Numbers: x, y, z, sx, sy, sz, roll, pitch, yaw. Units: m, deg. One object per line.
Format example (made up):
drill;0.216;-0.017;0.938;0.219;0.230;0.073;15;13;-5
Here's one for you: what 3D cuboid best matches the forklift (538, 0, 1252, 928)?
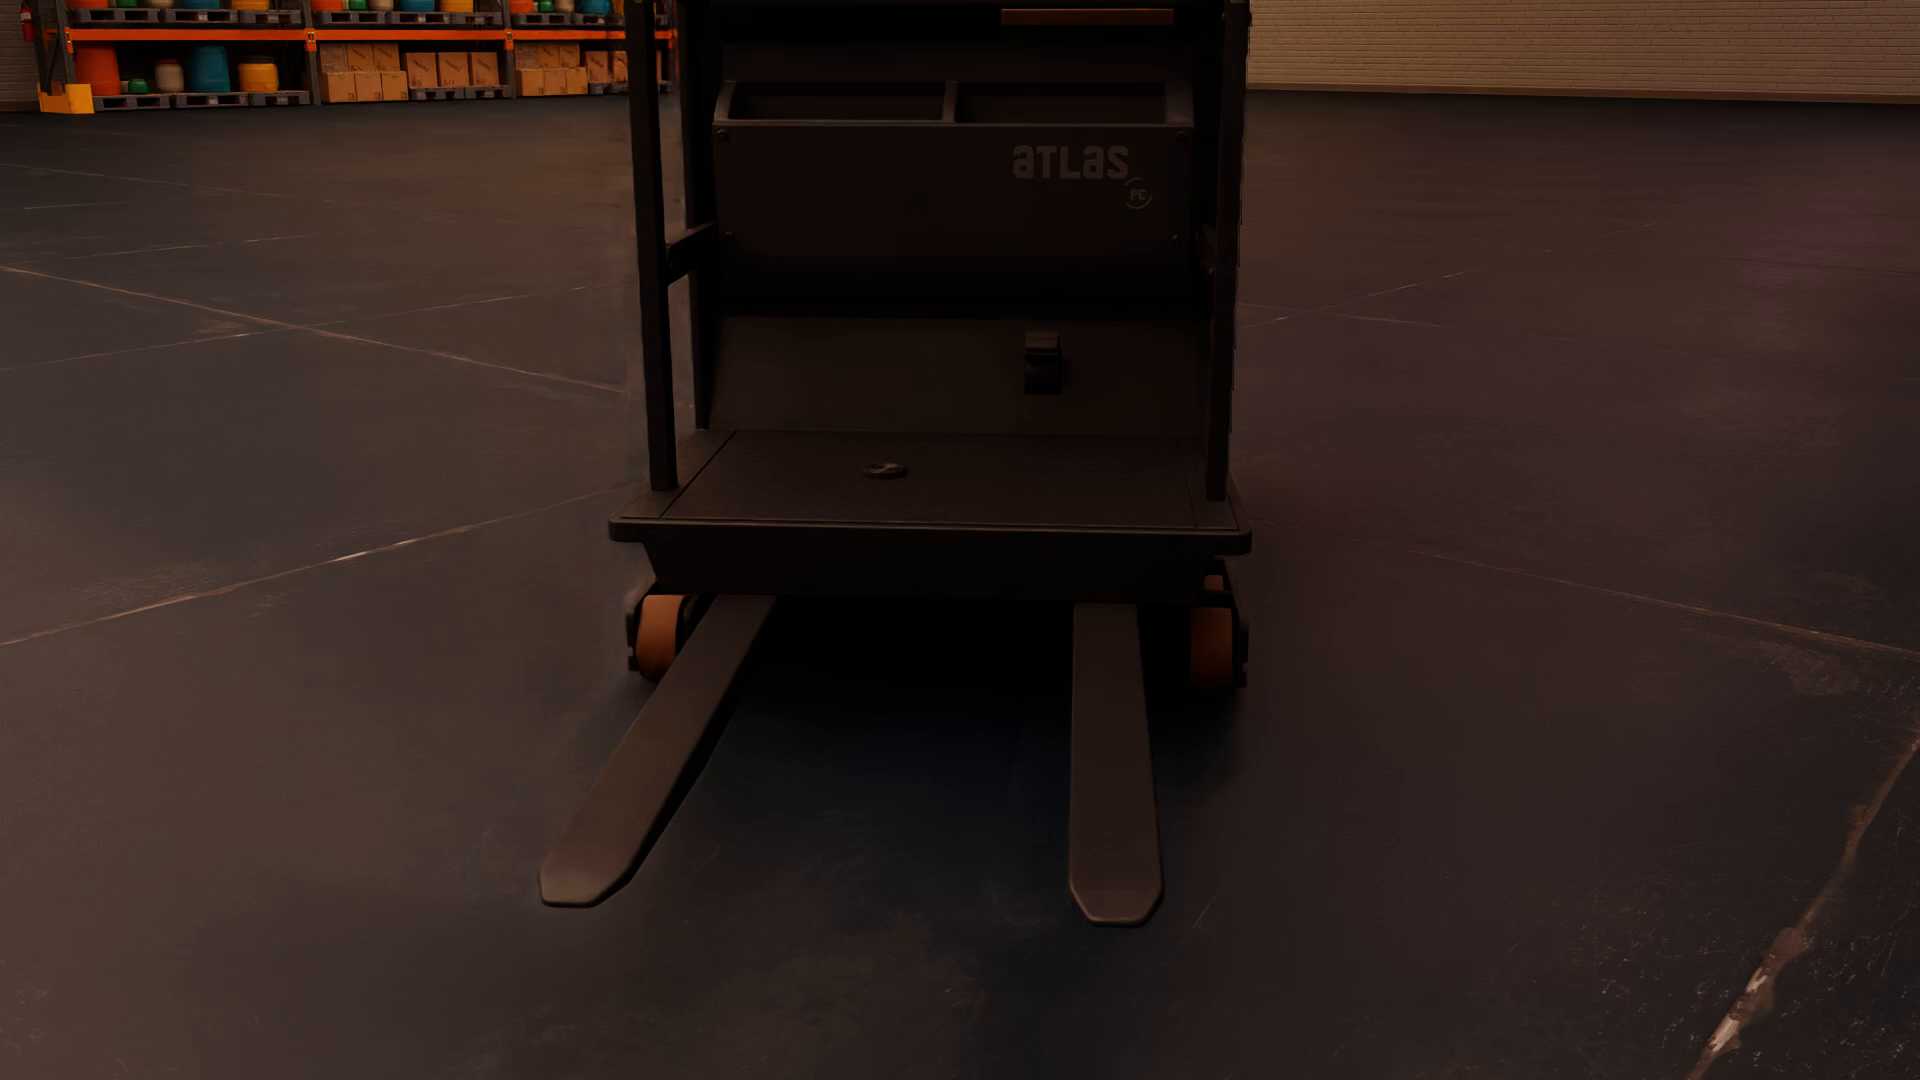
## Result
forklift;-0.025;-1.219;2.910;1.130;2.935;3.031;1;17;4
